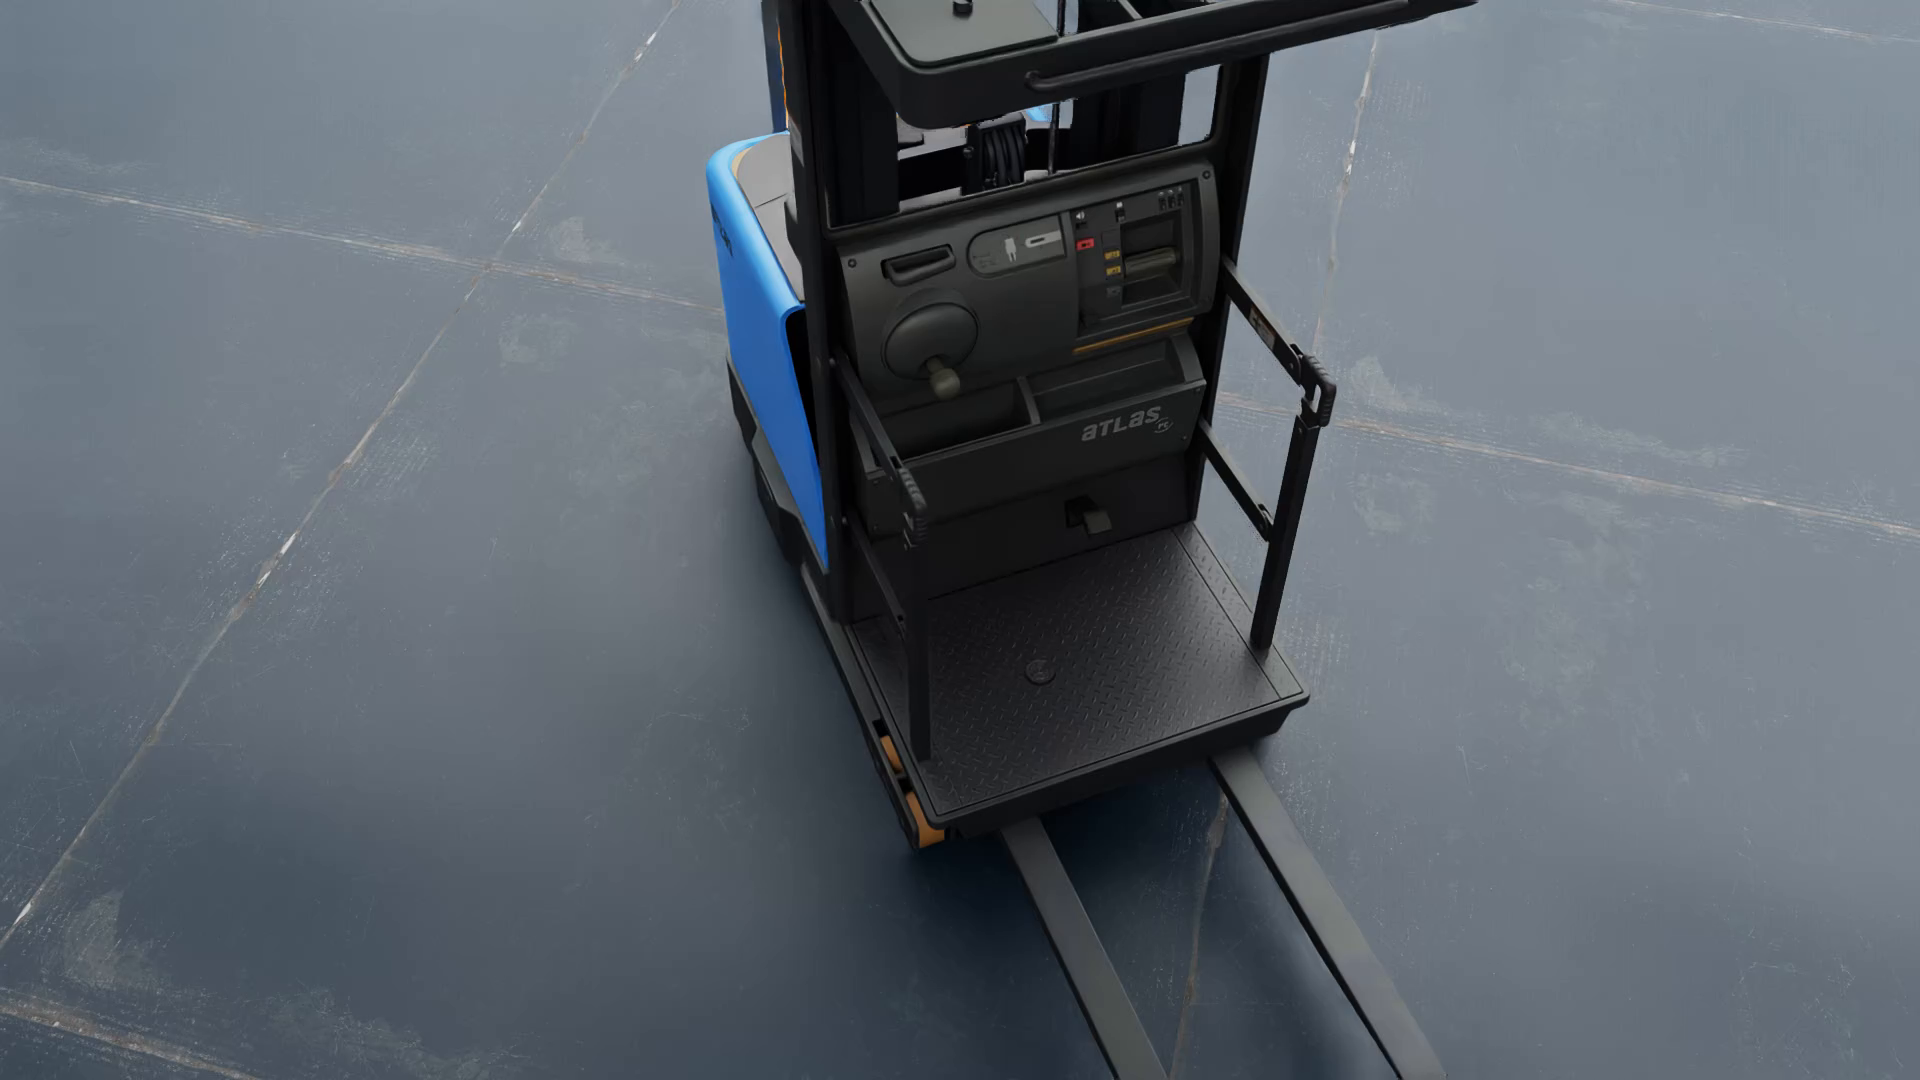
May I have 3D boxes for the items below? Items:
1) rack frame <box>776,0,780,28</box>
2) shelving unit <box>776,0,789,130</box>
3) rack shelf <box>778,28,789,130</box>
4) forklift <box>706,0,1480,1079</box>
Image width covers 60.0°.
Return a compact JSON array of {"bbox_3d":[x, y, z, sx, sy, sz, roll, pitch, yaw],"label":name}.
[{"bbox_3d":[-0.409,-1.936,5.958,0.500,1.500,0.032,-3,49,-3],"label":"rack frame"},{"bbox_3d":[-0.368,-1.549,5.617,0.587,1.500,1.083,-3,49,-3],"label":"shelving unit"},{"bbox_3d":[-0.369,-1.437,5.758,0.538,0.185,1.000,-3,49,-3],"label":"rack shelf"},{"bbox_3d":[0.259,-0.504,3.740,1.130,2.935,3.031,-17,51,-14],"label":"forklift"}]
